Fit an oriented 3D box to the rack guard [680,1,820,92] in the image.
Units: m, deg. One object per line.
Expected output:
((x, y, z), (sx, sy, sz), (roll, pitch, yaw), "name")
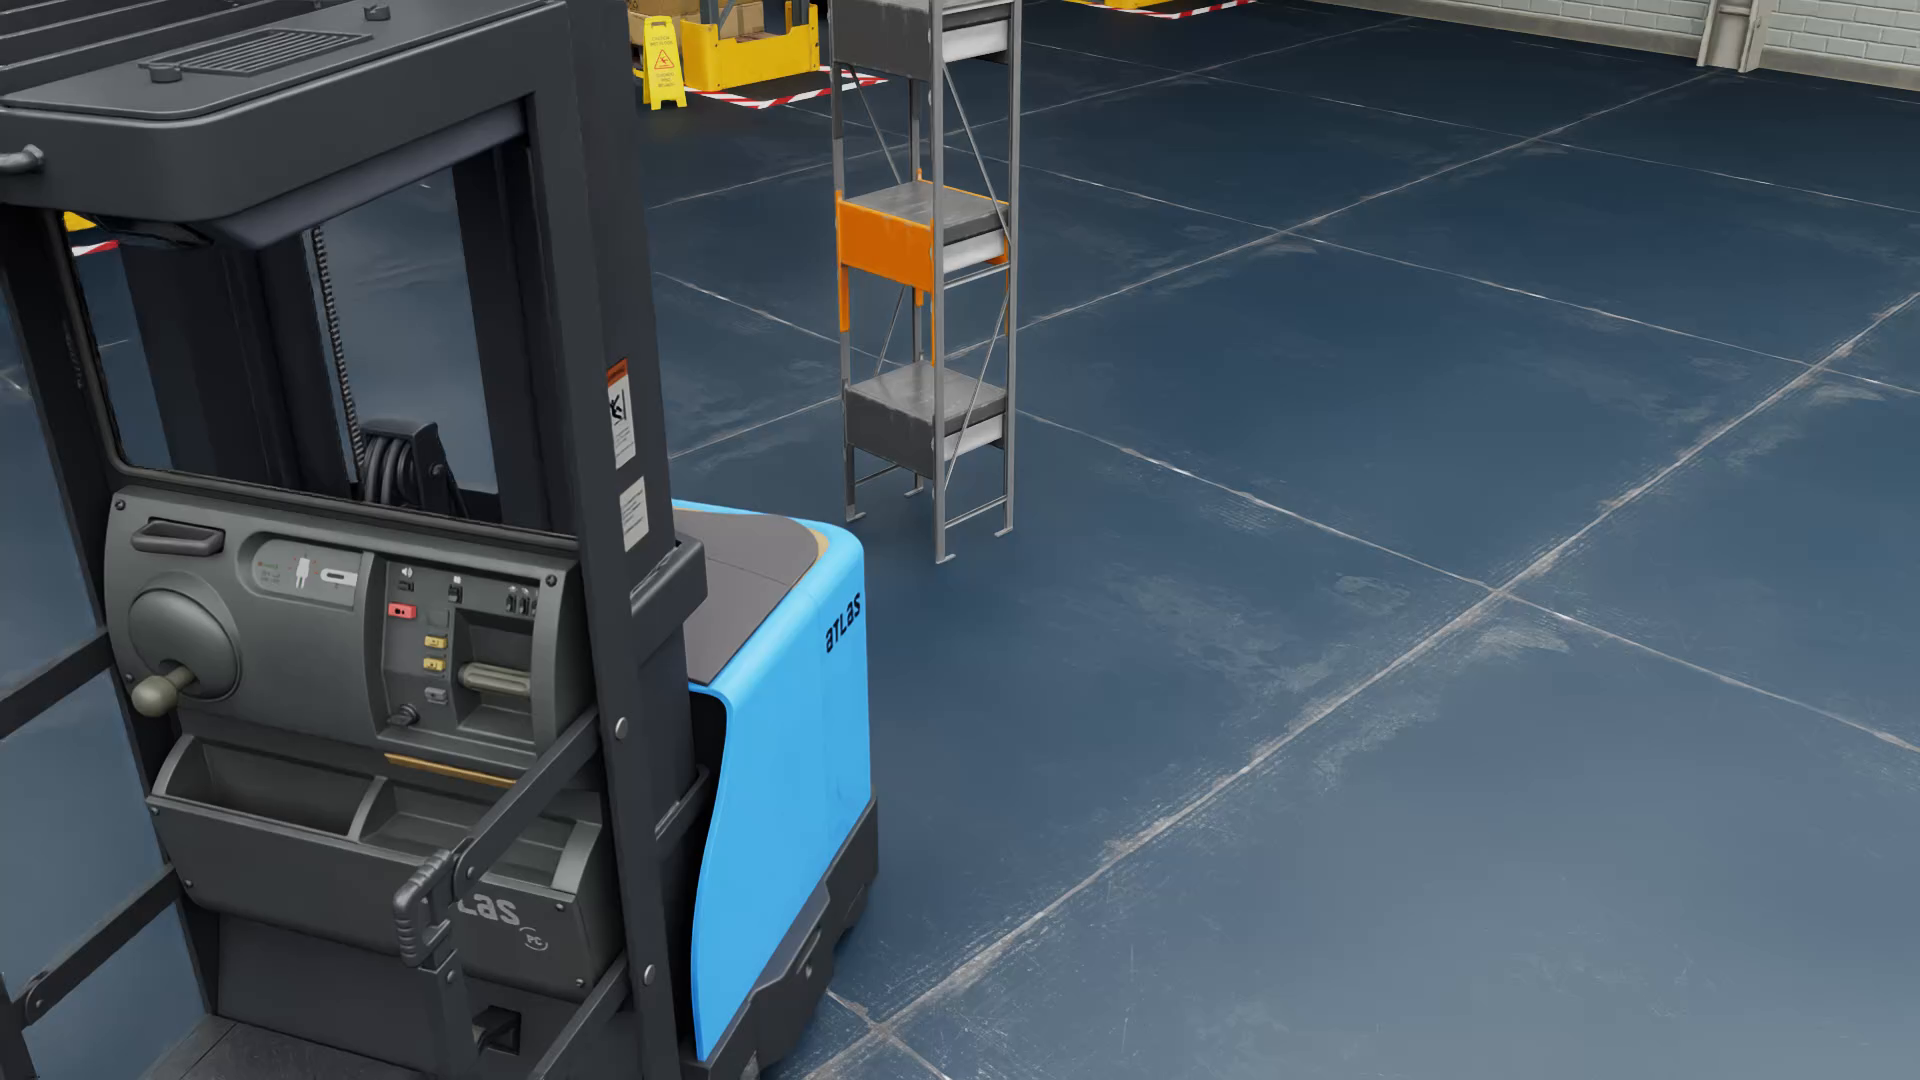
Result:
((-1.646, -3.917, 13.162), (0.348, 0.500, 1.175), (25, 36, 38), "rack guard")

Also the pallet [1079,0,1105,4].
((1.310, -5.648, 16.765), (1.213, 0.211, 1.003), (25, 36, 38), "pallet")

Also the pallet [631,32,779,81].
((-2.201, -4.066, 13.755), (1.213, 0.211, 1.003), (25, 36, 38), "pallet")

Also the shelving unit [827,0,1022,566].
((-0.118, -0.983, 5.864), (0.503, 2.100, 0.431), (25, 36, 38), "shelving unit")

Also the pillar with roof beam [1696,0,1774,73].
((3.281, -6.442, 8.832), (0.400, 9.000, 9.100), (25, 36, 38), "pillar with roof beam")

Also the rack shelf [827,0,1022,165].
((-0.118, -1.591, 5.545), (0.480, 0.518, 0.431), (25, 36, 38), "rack shelf")

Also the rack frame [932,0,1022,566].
((0.056, -0.904, 5.713), (0.015, 2.100, 0.400), (25, 36, 38), "rack frame")

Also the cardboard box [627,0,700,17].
((-2.346, -4.474, 13.233), (0.500, 0.500, 0.500), (25, 37, 39), "cardboard box")

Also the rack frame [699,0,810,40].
((-1.592, -4.998, 12.533), (0.127, 3.000, 1.000), (25, 36, 38), "rack frame")

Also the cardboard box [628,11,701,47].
((-2.374, -4.149, 13.422), (0.500, 0.250, 0.500), (24, 36, 38), "cardboard box")

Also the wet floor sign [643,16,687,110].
((-2.207, -3.539, 12.287), (0.267, 0.644, 0.232), (-13, 30, -22), "wet floor sign")

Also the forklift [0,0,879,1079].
((-1.166, 0.200, 2.720), (1.130, 2.935, 3.031), (9, 29, 16), "forklift")

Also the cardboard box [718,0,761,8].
((-1.991, -4.662, 13.590), (0.500, 0.500, 0.500), (23, 36, 37), "cardboard box")

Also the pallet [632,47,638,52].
((-3.067, -4.464, 14.512), (1.213, 0.211, 1.003), (25, 36, 38), "pallet")

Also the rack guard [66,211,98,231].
((-4.973, -2.208, 9.913), (0.348, 0.500, 1.175), (25, 36, 38), "rack guard")

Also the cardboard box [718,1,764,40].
((-1.974, -4.322, 13.750), (0.500, 0.250, 0.500), (24, 36, 38), "cardboard box")

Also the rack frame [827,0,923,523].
((-0.292, -1.063, 6.015), (0.015, 2.100, 0.400), (25, 36, 38), "rack frame")

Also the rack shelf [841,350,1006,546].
((-0.118, -0.352, 6.196), (0.480, 0.518, 0.431), (25, 36, 38), "rack shelf")

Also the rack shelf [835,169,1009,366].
((-0.118, -0.971, 5.870), (0.480, 0.518, 0.431), (25, 36, 38), "rack shelf")

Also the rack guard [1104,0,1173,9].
((1.902, -5.533, 16.235), (0.348, 0.500, 1.175), (25, 36, 38), "rack guard")
